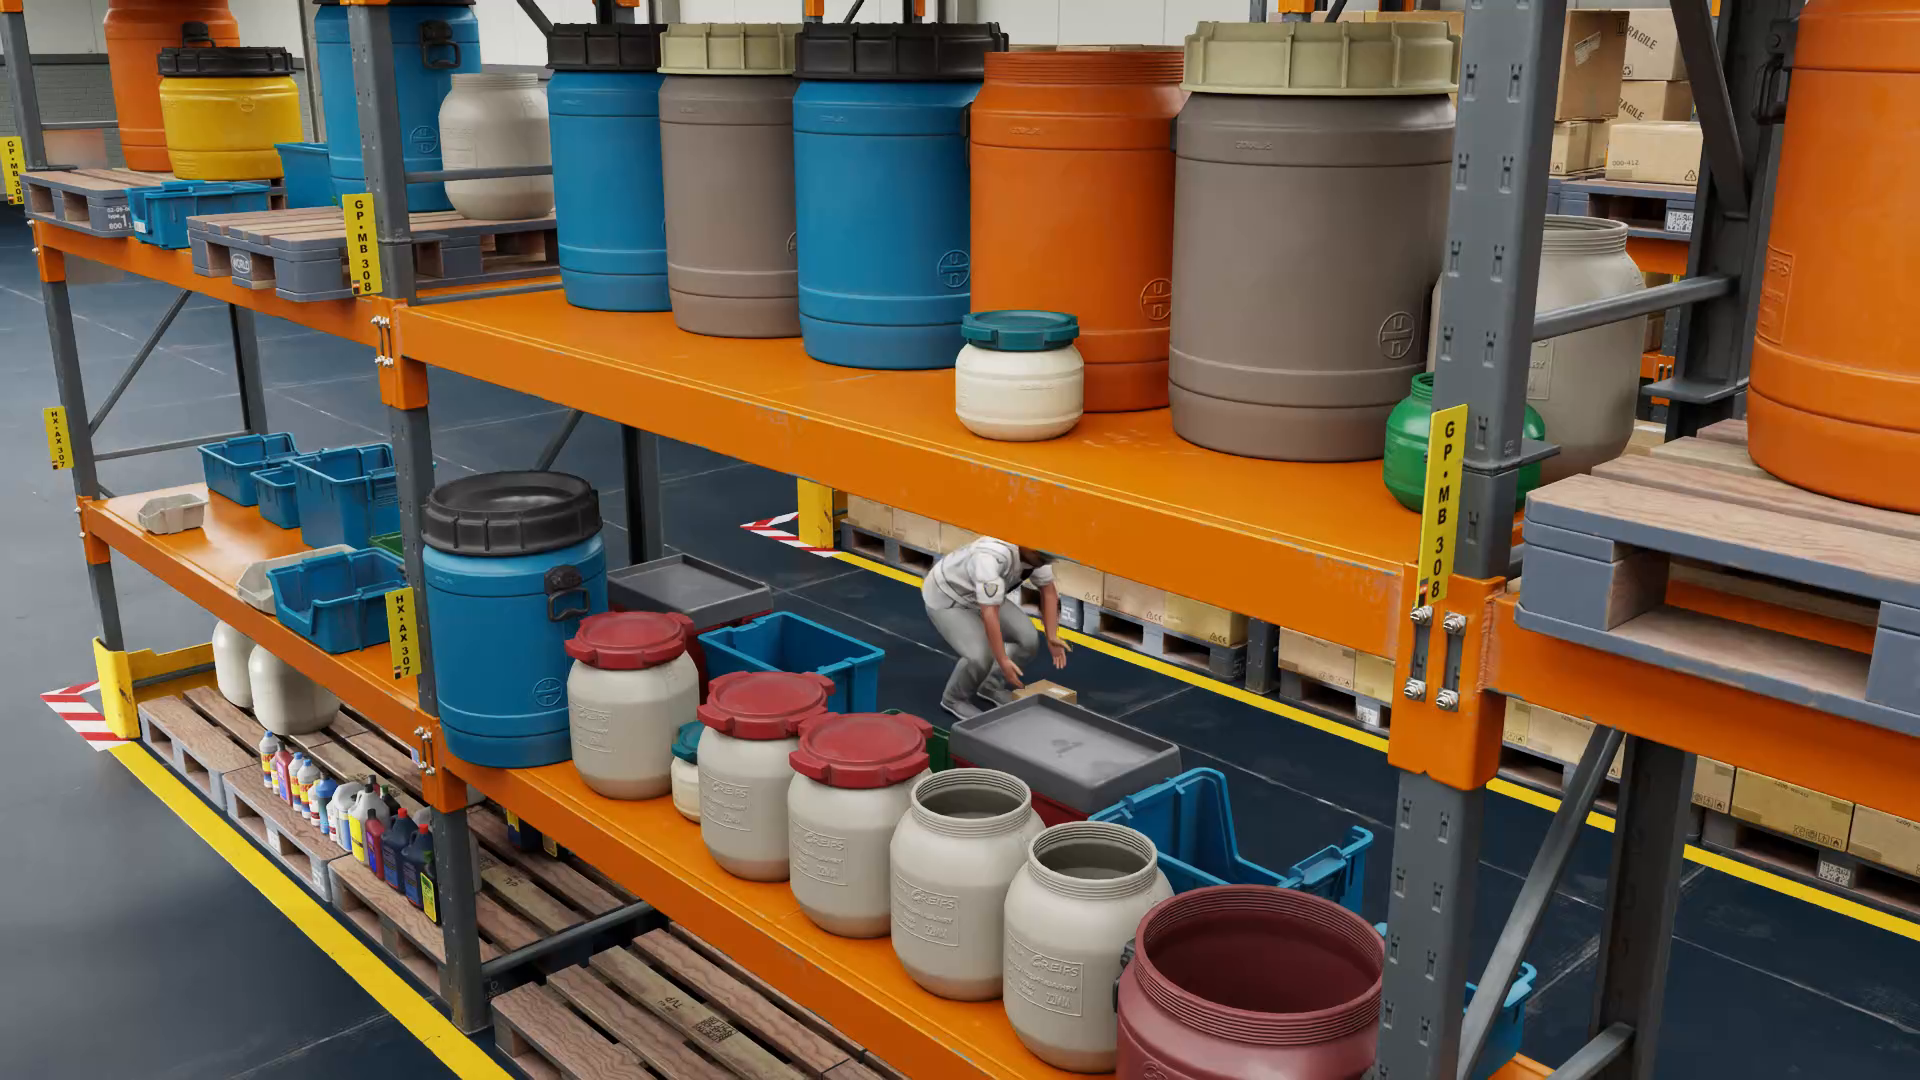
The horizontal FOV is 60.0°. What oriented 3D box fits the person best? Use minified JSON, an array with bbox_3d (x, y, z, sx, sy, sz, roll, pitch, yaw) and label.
[{"bbox_3d":[0.220,0.395,9.192,0.576,1.205,0.900,-16,23,-41],"label":"person"}]
